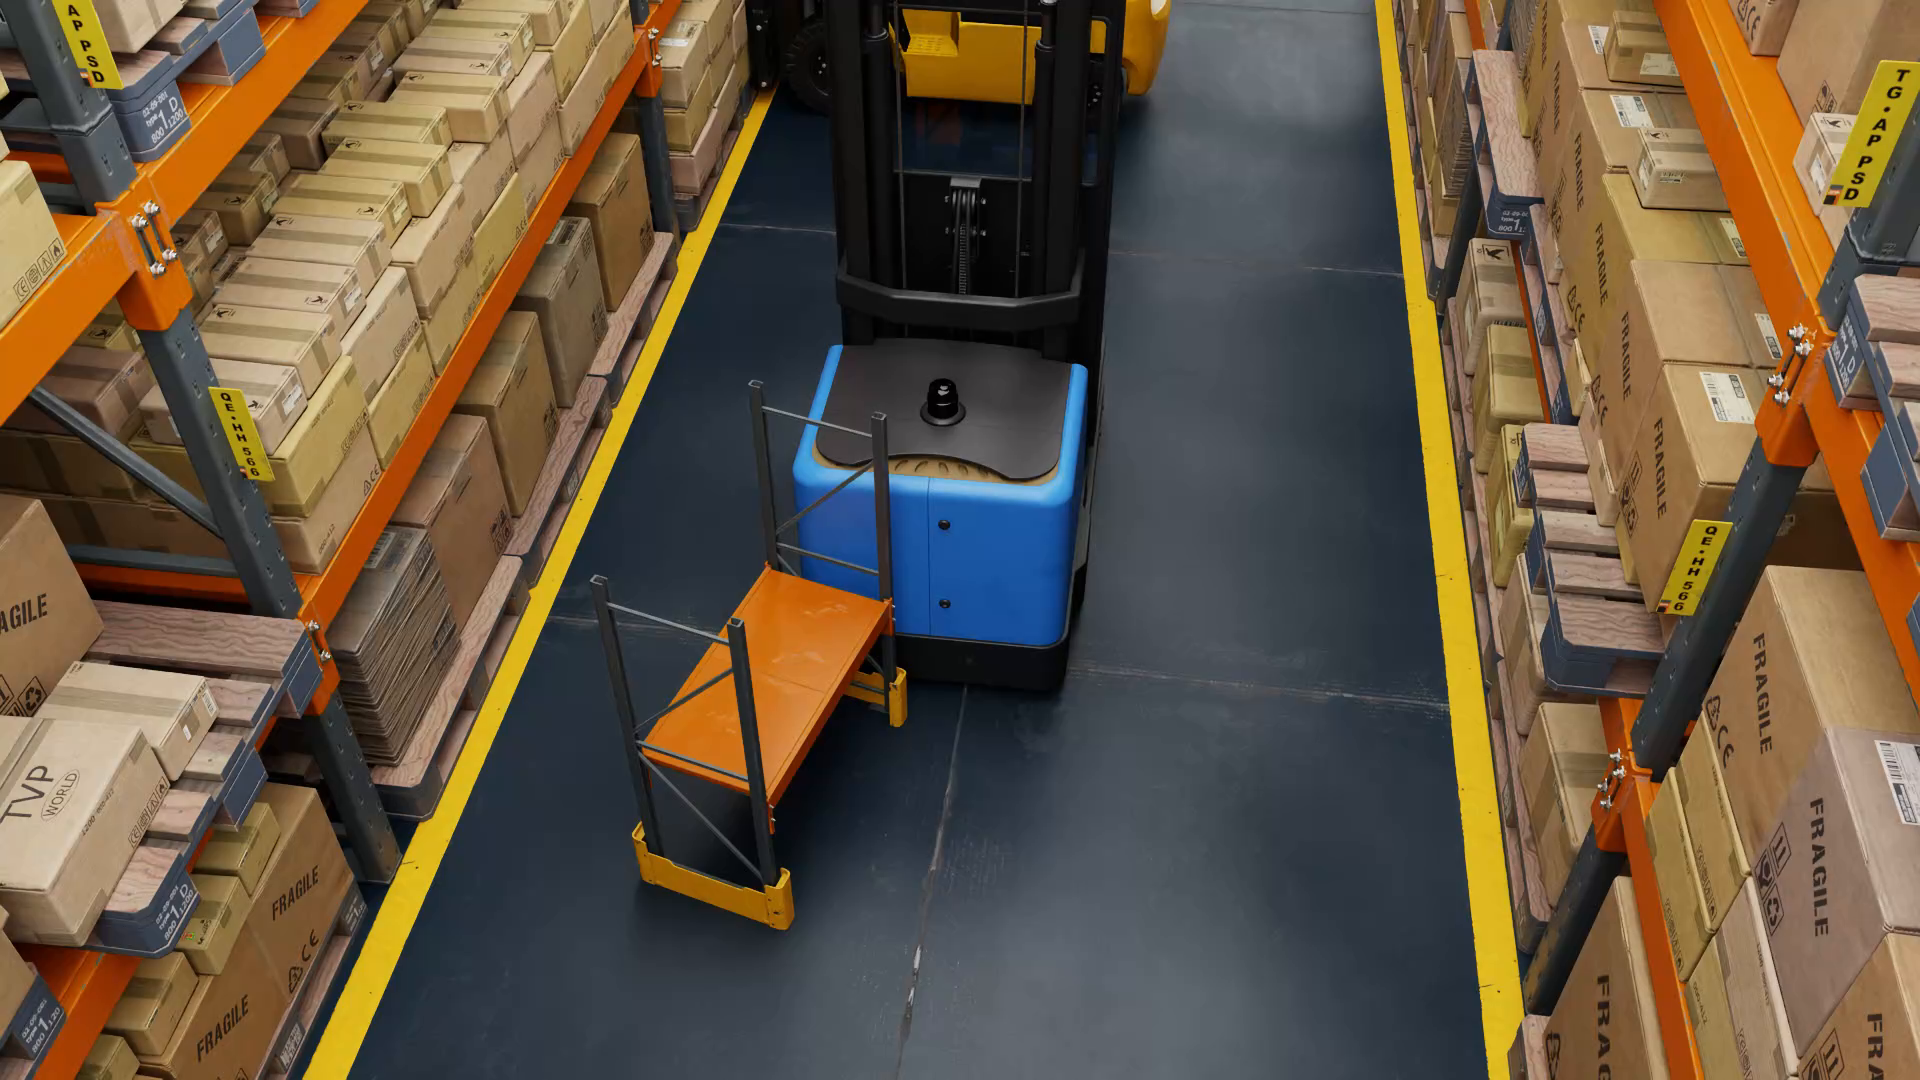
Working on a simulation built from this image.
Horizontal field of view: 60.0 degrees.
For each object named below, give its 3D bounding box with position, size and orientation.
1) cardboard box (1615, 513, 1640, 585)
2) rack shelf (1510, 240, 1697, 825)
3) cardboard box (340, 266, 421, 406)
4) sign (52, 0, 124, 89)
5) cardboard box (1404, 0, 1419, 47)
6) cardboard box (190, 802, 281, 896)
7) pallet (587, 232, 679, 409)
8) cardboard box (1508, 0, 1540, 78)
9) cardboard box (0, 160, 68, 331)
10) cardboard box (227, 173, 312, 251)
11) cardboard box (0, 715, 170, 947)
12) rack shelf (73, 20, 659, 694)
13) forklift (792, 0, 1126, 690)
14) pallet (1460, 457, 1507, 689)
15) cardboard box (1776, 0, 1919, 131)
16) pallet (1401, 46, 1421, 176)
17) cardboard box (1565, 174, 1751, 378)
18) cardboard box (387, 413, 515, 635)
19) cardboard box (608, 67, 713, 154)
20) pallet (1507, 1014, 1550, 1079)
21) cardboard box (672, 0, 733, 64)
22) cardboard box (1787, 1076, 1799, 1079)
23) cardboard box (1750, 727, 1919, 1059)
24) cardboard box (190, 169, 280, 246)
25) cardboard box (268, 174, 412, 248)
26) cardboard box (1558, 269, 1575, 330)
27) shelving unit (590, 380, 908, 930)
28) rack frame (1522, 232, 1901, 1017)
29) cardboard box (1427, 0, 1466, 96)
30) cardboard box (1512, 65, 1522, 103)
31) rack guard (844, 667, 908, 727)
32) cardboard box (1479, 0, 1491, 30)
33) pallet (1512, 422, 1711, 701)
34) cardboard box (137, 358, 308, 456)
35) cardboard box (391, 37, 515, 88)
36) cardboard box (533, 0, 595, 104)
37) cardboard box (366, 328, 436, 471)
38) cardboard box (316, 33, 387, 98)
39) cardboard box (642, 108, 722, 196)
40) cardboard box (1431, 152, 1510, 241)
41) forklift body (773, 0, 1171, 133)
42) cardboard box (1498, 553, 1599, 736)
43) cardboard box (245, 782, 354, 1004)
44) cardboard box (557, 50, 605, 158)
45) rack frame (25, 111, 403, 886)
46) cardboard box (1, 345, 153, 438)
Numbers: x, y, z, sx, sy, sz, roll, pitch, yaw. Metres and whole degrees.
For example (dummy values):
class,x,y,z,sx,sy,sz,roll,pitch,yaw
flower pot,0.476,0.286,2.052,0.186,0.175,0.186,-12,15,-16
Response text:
class,x,y,z,sx,sy,sz,roll,pitch,yaw
cardboard box,2.171,0.013,4.932,0.380,0.149,0.250,6,44,6
rack shelf,2.662,-0.594,6.219,1.077,0.370,4.000,5,44,6
cardboard box,-2.155,-0.689,5.542,0.500,0.250,0.500,7,44,7
sign,-1.985,-1.167,3.743,0.100,0.325,0.005,5,44,6
cardboard box,3.000,-3.226,10.170,0.500,0.250,0.500,7,44,7
cardboard box,-2.337,0.939,5.118,0.380,0.149,0.250,3,44,3
pallet,-2.053,-1.149,8.309,1.003,0.211,1.213,5,44,6
cardboard box,2.580,-2.221,6.820,0.500,0.500,0.500,6,44,7
cardboard box,-2.350,-0.604,3.633,0.500,0.250,0.500,4,44,4
cardboard box,-2.604,-1.089,5.964,0.500,0.250,0.500,5,44,5
cardboard box,-2.342,0.710,4.122,0.500,0.250,0.500,3,44,4
rack shelf,-2.259,-1.042,6.692,1.077,0.370,4.000,5,44,6
forklift,0.083,-1.494,6.696,1.130,2.935,3.031,5,44,5
pallet,2.666,0.159,6.928,1.003,0.211,1.213,5,44,6
cardboard box,2.533,-1.263,4.147,0.700,0.500,0.500,5,44,6
pallet,3.139,-2.500,9.737,1.003,0.211,1.213,5,44,6
cardboard box,2.305,-0.821,5.341,0.500,0.500,0.500,3,43,3
cardboard box,-2.348,-0.101,6.596,0.875,0.625,0.625,7,44,7
cardboard box,-1.624,-2.304,8.832,0.500,0.250,0.500,5,44,5
pallet,2.219,2.051,4.930,1.003,0.211,1.213,5,44,6
cardboard box,-1.542,-2.833,9.027,0.500,0.250,0.500,5,44,6
cardboard box,1.938,1.394,3.341,0.500,0.250,0.500,5,44,5
cardboard box,2.034,0.761,3.464,0.500,0.500,0.500,5,44,6
cardboard box,-2.587,-1.157,5.745,0.380,0.149,0.250,5,44,5
cardboard box,-2.121,-1.116,5.702,0.380,0.149,0.250,6,44,6
cardboard box,2.334,-0.861,5.855,0.380,0.149,0.250,4,44,4
shelving unit,-0.675,0.404,5.733,0.587,1.500,1.083,16,46,16
rack frame,2.398,0.508,4.532,1.000,3.000,0.127,5,44,6
cardboard box,2.870,-2.767,9.139,0.500,0.500,0.500,7,44,8
cardboard box,2.540,-1.931,6.985,0.380,0.149,0.250,6,44,6
rack guard,-0.487,0.541,6.497,0.587,0.250,0.087,16,46,16
cardboard box,2.693,-2.544,7.938,0.380,0.149,0.250,6,44,6
pallet,2.386,0.082,5.121,1.213,0.211,1.003,5,44,6
cardboard box,-2.189,-0.403,4.949,0.380,0.149,0.250,6,44,7
cardboard box,-1.959,-1.812,6.438,0.380,0.149,0.250,6,44,6
cardboard box,-1.867,-2.085,7.015,0.500,0.250,0.500,4,44,4
cardboard box,-2.151,-0.509,5.715,0.500,0.250,0.500,4,44,5
cardboard box,-2.474,-1.854,6.482,0.380,0.149,0.250,5,44,5
cardboard box,-1.602,-2.120,9.002,0.500,0.250,0.500,6,44,6
cardboard box,2.738,-1.799,8.663,0.500,0.250,0.500,7,44,7
forklift body,0.092,-3.626,9.516,2.313,2.155,1.214,5,44,6
cardboard box,2.572,0.422,6.229,0.950,0.372,0.625,4,44,5
cardboard box,-2.366,1.122,5.396,0.500,0.500,0.500,6,44,7
cardboard box,-1.862,-1.902,7.186,0.500,0.250,0.500,5,44,5
rack frame,-2.523,0.059,5.006,1.000,3.000,0.127,5,44,6
cardboard box,-2.681,-0.453,5.002,0.380,0.149,0.250,7,44,7
